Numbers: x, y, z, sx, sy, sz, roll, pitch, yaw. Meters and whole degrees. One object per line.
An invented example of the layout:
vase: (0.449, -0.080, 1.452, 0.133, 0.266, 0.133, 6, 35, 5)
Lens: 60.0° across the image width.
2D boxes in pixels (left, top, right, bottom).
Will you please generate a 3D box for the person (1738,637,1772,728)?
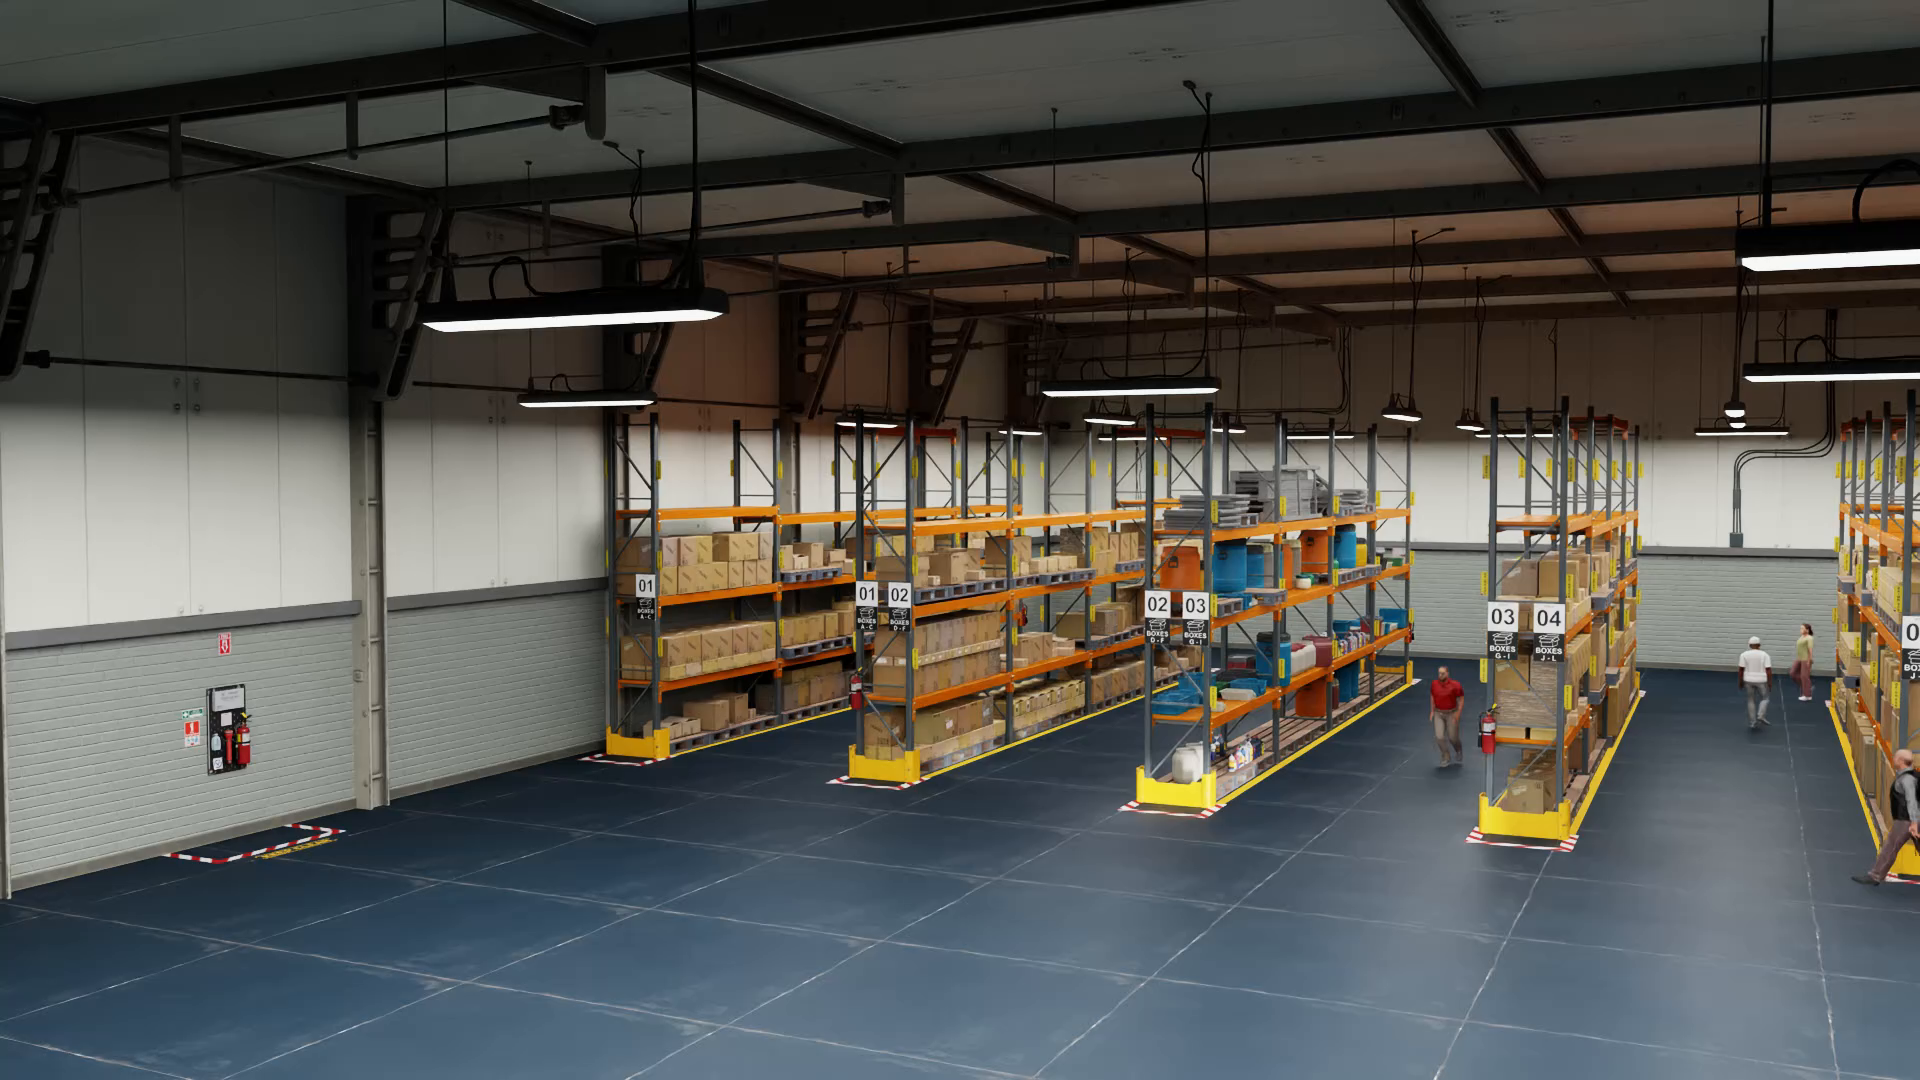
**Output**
person: (15.453, 2.764, 32.323, 0.597, 1.767, 0.518, 1, 3, 29)

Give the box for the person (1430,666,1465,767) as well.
person: (8.280, 2.970, 28.195, 0.598, 1.707, 0.591, 2, 3, 36)

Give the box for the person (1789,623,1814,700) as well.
person: (18.314, 2.636, 36.076, 0.464, 1.667, 0.458, 0, 2, -6)

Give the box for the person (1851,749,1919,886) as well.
person: (11.228, 3.314, 19.770, 1.031, 1.653, 0.576, 2, 3, 43)
